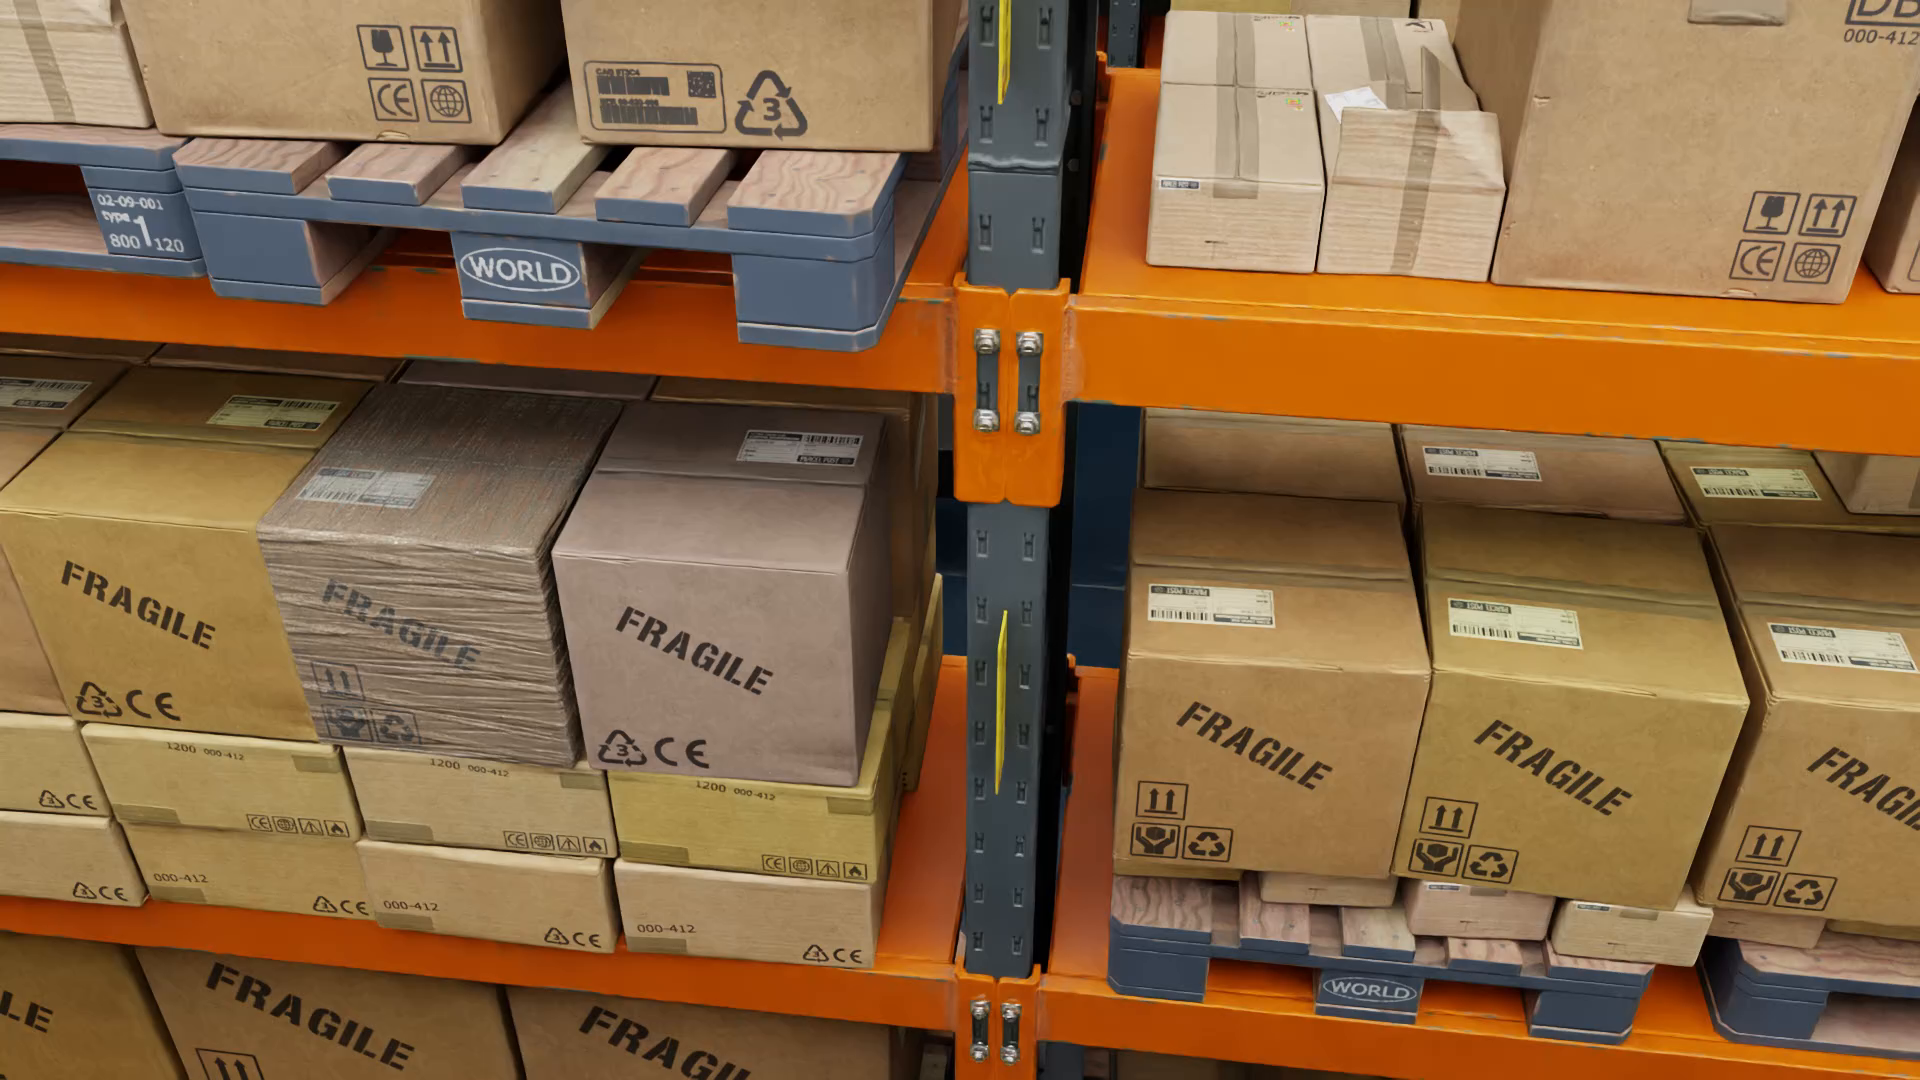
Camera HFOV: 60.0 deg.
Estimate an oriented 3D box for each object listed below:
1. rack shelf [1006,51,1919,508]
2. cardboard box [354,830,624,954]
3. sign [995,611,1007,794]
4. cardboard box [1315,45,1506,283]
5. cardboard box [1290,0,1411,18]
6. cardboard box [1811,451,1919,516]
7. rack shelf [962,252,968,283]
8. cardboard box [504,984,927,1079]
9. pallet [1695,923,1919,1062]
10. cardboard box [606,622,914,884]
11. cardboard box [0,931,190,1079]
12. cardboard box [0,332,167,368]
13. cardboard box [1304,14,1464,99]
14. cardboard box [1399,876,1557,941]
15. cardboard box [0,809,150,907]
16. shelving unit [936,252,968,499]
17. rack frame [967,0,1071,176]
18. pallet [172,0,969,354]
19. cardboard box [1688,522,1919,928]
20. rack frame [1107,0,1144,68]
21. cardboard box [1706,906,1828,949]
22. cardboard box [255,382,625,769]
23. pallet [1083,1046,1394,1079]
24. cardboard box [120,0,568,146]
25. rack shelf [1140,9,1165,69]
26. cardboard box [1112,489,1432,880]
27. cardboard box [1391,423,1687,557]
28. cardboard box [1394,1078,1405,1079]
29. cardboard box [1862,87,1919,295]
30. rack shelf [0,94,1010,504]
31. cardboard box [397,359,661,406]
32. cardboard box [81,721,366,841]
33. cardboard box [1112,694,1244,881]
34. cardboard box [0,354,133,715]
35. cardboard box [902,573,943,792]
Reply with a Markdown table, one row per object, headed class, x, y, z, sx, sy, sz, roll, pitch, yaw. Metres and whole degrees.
| class | x | y | z | sx | sy | sz | roll | pitch | yaw |
| --- | --- | --- | --- | --- | --- | --- | --- | --- | --- |
| rack shelf | 2.120 | -0.354 | 2.700 | 4.000 | 0.370 | 1.077 | 4 | 36 | 6 |
| cardboard box | -0.907 | 0.571 | 3.497 | 0.500 | 0.250 | 0.500 | 5 | 36 | 7 |
| sign | 0.069 | 0.275 | 2.785 | 0.005 | 0.325 | 0.100 | 4 | 36 | 6 |
| cardboard box | 0.680 | -0.599 | 2.541 | 0.258 | 0.266 | 0.396 | 4 | 36 | 6 |
| cardboard box | 1.670 | -2.365 | 7.180 | 0.500 | 0.250 | 0.500 | 5 | 36 | 7 |
| cardboard box | 1.795 | -0.212 | 3.202 | 0.250 | 0.149 | 0.380 | 3 | 36 | 4 |
| rack shelf | -0.164 | -0.856 | 6.165 | 0.480 | 0.518 | 0.431 | 4 | 36 | 6 |
| cardboard box | -0.538 | 1.022 | 4.204 | 0.875 | 0.875 | 0.875 | 4 | 36 | 6 |
| pallet | 2.105 | 0.628 | 3.454 | 1.213 | 0.211 | 1.003 | 4 | 36 | 6 |
| cardboard box | -0.376 | 0.395 | 3.314 | 0.500 | 0.250 | 0.500 | 4 | 36 | 6 |
| cardboard box | -2.309 | 0.887 | 4.393 | 0.875 | 0.875 | 0.875 | 5 | 36 | 7 |
| cardboard box | -1.826 | -0.316 | 3.664 | 0.500 | 0.500 | 0.500 | 5 | 36 | 7 |
| cardboard box | 0.723 | -0.776 | 2.889 | 0.250 | 0.149 | 0.380 | 4 | 36 | 6 |
| cardboard box | 0.977 | 0.576 | 3.215 | 0.250 | 0.149 | 0.380 | 2 | 36 | 3 |
| cardboard box | -1.914 | 0.503 | 3.592 | 0.500 | 0.250 | 0.500 | 4 | 36 | 5 |
| shelving unit | -0.164 | -0.867 | 6.157 | 0.503 | 2.100 | 0.431 | 4 | 36 | 6 |
| rack frame | 0.136 | -2.015 | 1.827 | 0.127 | 3.000 | 1.000 | 4 | 36 | 6 |
| pallet | -0.509 | -0.735 | 2.778 | 1.003 | 0.211 | 1.213 | 6 | 36 | 8 |
| cardboard box | 1.599 | 0.330 | 3.001 | 0.500 | 0.500 | 0.500 | 5 | 36 | 7 |
| rack frame | 0.765 | -2.434 | 7.578 | 0.127 | 3.000 | 1.000 | 4 | 36 | 6 |
| cardboard box | 1.496 | 0.581 | 3.208 | 0.250 | 0.149 | 0.380 | 6 | 36 | 9 |
| cardboard box | -0.920 | 0.058 | 3.140 | 0.500 | 0.500 | 0.500 | 5 | 36 | 7 |
| pallet | 0.911 | 1.620 | 4.298 | 1.213 | 0.211 | 1.003 | 4 | 36 | 6 |
| cardboard box | -0.870 | -0.970 | 2.497 | 0.500 | 0.500 | 0.700 | 3 | 36 | 4 |
| rack shelf | 2.749 | -1.993 | 7.579 | 4.000 | 0.370 | 1.077 | 4 | 36 | 6 |
| cardboard box | 0.553 | 0.261 | 3.099 | 0.500 | 0.500 | 0.500 | 3 | 36 | 5 |
| cardboard box | 1.137 | -0.001 | 3.465 | 0.500 | 0.500 | 0.500 | 4 | 36 | 5 |
| cardboard box | 1.428 | 1.423 | 4.075 | 0.625 | 0.372 | 0.950 | 4 | 36 | 5 |
| cardboard box | 1.653 | -0.740 | 2.534 | 0.637 | 0.503 | 0.797 | 4 | 36 | 6 |
| rack shelf | -1.847 | -0.649 | 3.115 | 4.000 | 0.370 | 1.077 | 4 | 36 | 6 |
| cardboard box | -0.815 | -0.230 | 3.543 | 0.500 | 0.500 | 0.500 | 4 | 36 | 6 |
| cardboard box | -1.396 | 0.333 | 3.400 | 0.500 | 0.250 | 0.500 | 3 | 36 | 5 |
| cardboard box | 0.435 | 0.489 | 3.337 | 0.250 | 0.149 | 0.380 | 2 | 36 | 3 |
| cardboard box | -1.912 | -0.024 | 3.255 | 0.500 | 0.500 | 0.500 | 4 | 36 | 5 |
| cardboard box | -0.317 | 0.307 | 3.868 | 0.500 | 0.250 | 0.500 | 4 | 36 | 5 |
